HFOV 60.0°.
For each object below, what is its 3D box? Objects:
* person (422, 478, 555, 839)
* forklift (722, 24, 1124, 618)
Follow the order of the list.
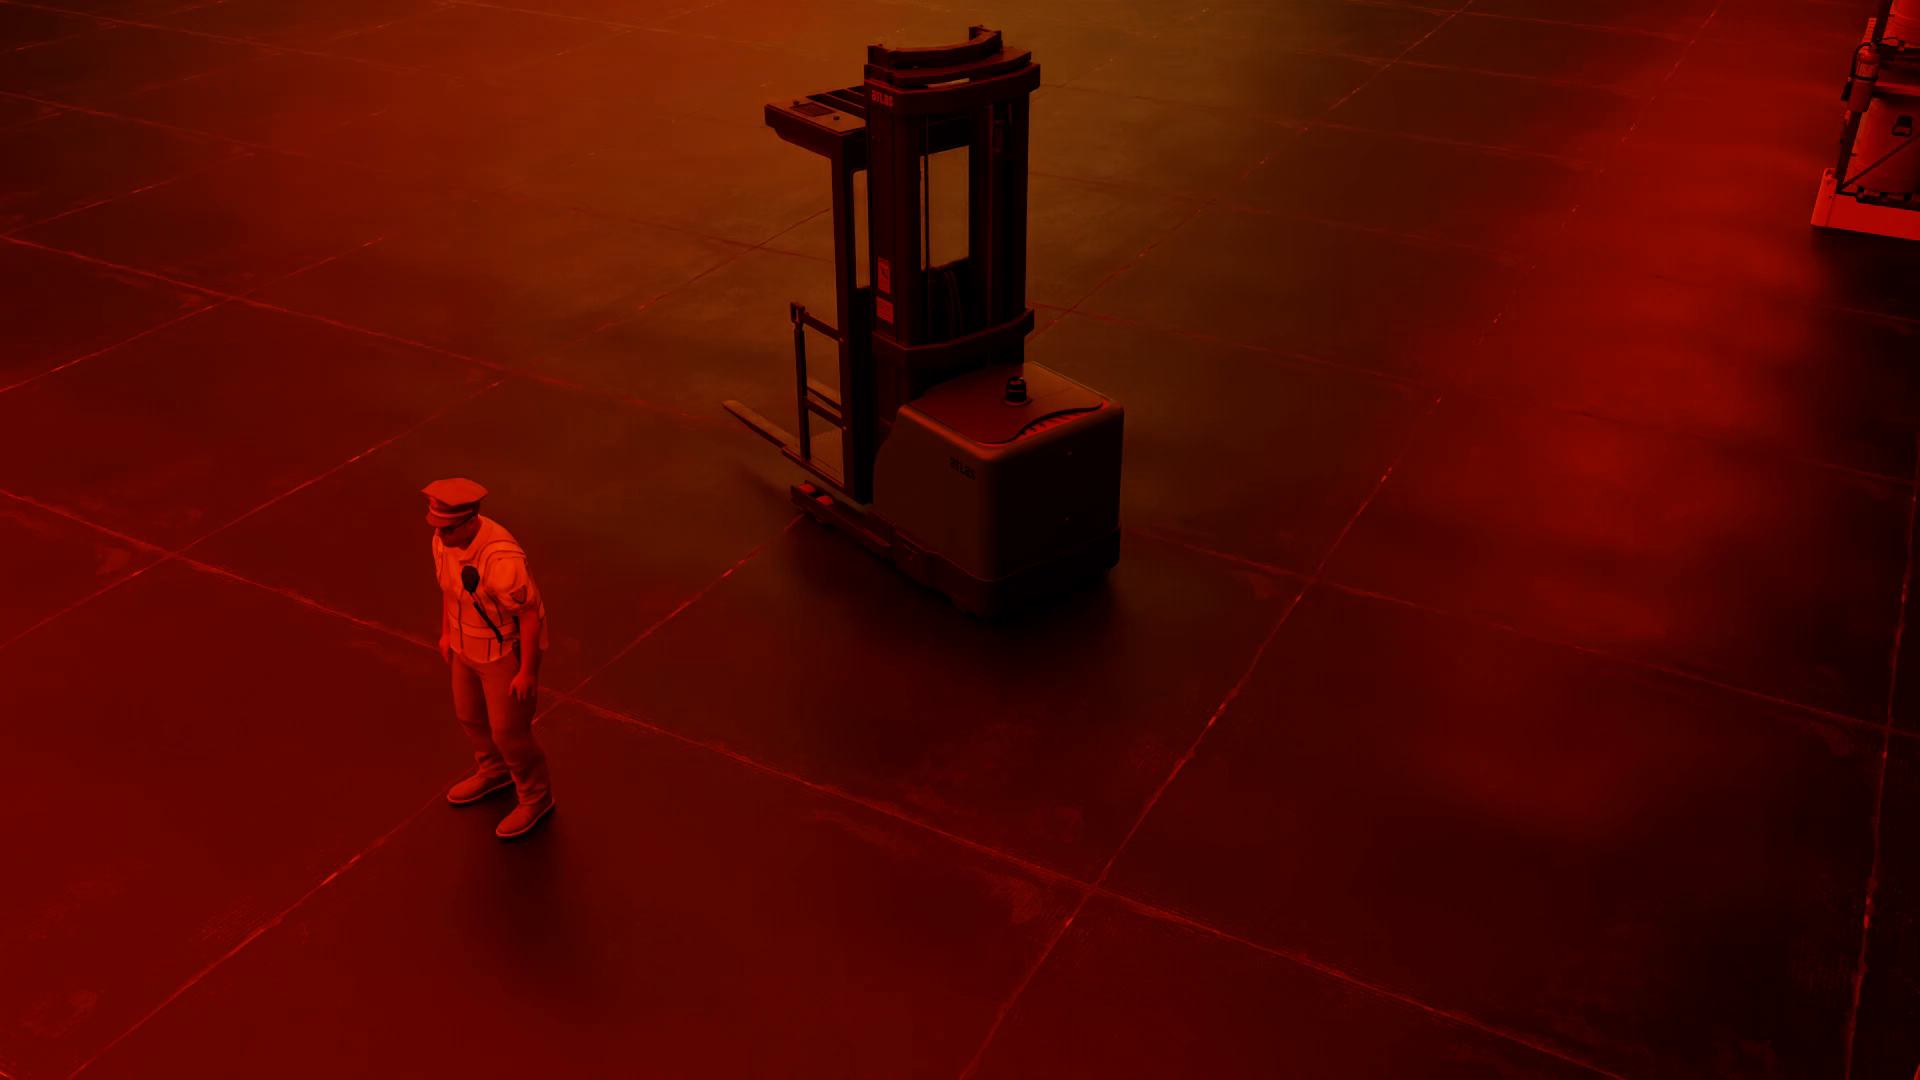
[{"bbox_3d":[-2.083,0.488,7.407,0.606,1.747,0.442,21,36,32],"label":"person"},{"bbox_3d":[-0.390,-1.512,9.691,1.130,2.935,3.031,-22,37,-33],"label":"forklift"}]
